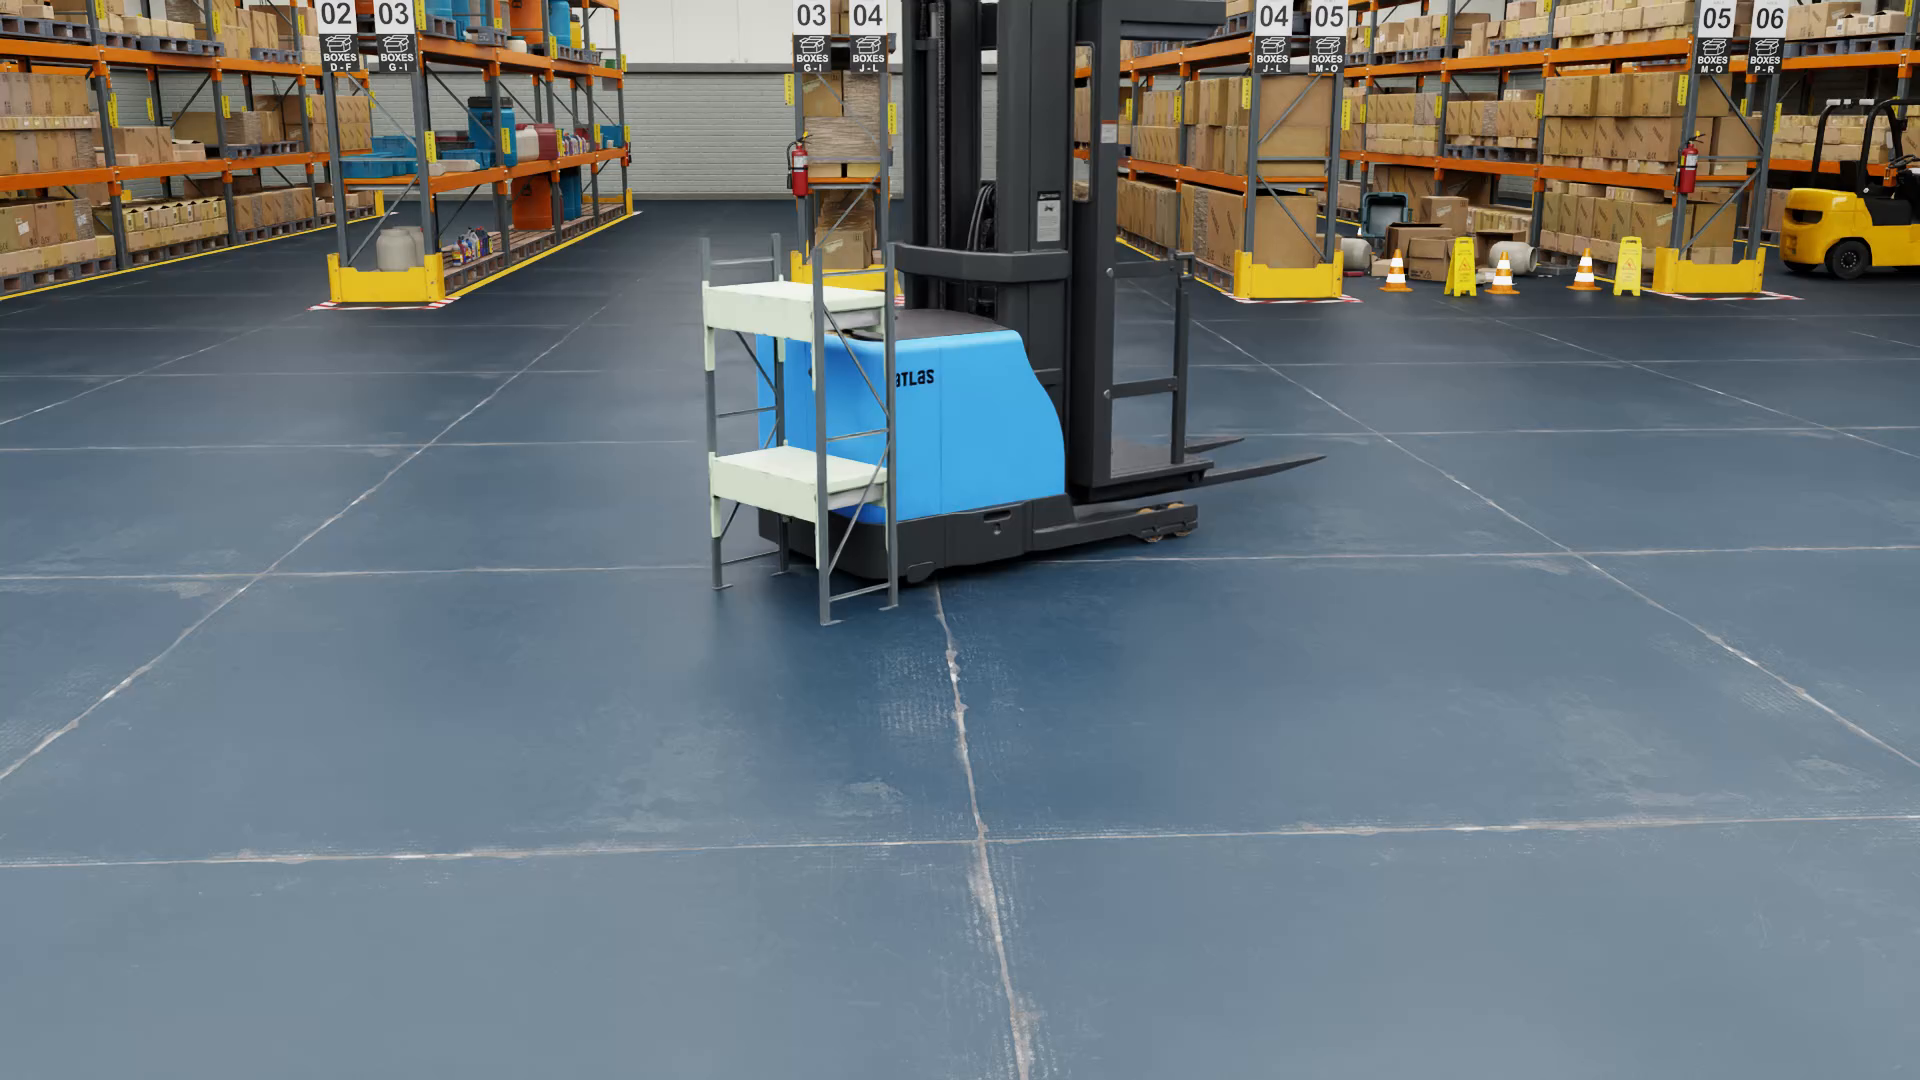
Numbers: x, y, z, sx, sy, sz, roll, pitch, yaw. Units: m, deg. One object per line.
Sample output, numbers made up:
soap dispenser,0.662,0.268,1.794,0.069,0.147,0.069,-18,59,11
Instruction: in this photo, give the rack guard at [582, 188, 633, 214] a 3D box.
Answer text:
rack guard,-7.232,-6.847,33.635,1.175,0.500,0.348,-1,14,-3

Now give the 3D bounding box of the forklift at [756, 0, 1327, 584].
forklift,0.543,-1.500,7.973,3.031,2.935,1.130,-10,18,-35

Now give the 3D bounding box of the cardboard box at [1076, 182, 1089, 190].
cardboard box,2.499,-6.963,32.755,0.380,0.149,0.250,-2,15,-6

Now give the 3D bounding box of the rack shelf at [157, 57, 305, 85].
rack shelf,-11.790,-7.589,26.924,1.077,0.370,4.000,-1,14,-3

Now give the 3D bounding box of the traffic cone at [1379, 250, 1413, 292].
traffic cone,5.058,-3.126,19.248,0.336,0.463,0.334,-1,14,-3

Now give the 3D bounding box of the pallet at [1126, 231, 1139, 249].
pallet,3.152,-4.643,25.647,1.003,0.211,1.213,-1,14,-3

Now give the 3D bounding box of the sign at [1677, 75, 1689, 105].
sign,8.053,-5.012,18.530,0.100,0.325,0.005,-1,14,-3

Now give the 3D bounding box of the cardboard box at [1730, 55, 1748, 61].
cardboard box,12.792,-7.873,26.888,0.500,0.250,0.500,-1,14,-5

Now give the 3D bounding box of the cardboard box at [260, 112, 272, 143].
cardboard box,-11.743,-6.795,27.373,0.700,0.500,0.500,-5,15,-18

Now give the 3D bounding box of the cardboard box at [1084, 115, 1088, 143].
cardboard box,2.587,-7.623,30.835,0.500,0.500,0.500,-1,14,-5

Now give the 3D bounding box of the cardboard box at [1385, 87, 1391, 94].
cardboard box,8.072,-8.279,30.676,0.380,0.149,0.250,-1,14,-3

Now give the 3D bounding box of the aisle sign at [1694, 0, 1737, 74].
aisle sign,8.322,-5.541,18.326,0.394,0.787,0.004,-1,14,-3

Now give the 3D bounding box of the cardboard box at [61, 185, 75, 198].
cardboard box,-16.859,-6.337,30.811,0.700,0.500,0.500,-1,14,-2

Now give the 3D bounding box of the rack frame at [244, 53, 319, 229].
rack frame,-11.914,-6.982,29.141,1.000,3.000,0.127,-1,14,-3

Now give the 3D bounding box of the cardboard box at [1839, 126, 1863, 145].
cardboard box,12.990,-5.790,23.808,0.500,0.250,0.500,-1,14,-5

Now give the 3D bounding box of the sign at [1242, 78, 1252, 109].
sign,3.131,-4.871,18.140,0.100,0.325,0.005,-1,14,-3

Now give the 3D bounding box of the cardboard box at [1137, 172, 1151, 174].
cardboard box,3.229,-6.360,29.393,0.500,0.250,0.500,-1,14,-5

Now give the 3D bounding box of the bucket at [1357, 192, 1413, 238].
bucket,5.736,-4.348,22.425,0.726,0.611,0.620,4,5,16

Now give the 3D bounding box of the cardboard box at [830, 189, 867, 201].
cardboard box,-1.664,-5.207,24.871,0.500,0.250,0.500,1,14,3

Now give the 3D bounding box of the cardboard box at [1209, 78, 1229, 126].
cardboard box,3.502,-5.296,20.121,0.875,0.550,0.500,-1,14,-3

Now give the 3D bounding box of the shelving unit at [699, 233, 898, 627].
shelving unit,-0.664,-0.479,6.877,0.431,1.500,0.755,-13,20,-42

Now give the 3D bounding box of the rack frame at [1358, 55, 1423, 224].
rack frame,7.865,-7.287,30.327,1.000,3.000,0.127,-1,14,-3

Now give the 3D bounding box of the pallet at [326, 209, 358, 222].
pallet,-12.034,-6.106,31.335,1.003,0.211,1.213,-1,14,-3

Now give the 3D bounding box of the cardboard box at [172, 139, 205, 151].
cardboard box,-11.687,-5.853,24.932,0.500,0.311,0.500,0,14,0

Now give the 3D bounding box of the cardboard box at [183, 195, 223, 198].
cardboard box,-11.958,-5.218,26.422,0.500,0.500,0.500,0,14,-1

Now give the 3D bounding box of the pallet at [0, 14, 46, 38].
pallet,-11.267,-5.887,19.047,1.003,0.211,1.213,-1,14,-3

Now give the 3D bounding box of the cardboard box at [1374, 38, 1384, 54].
cardboard box,7.546,-8.748,29.413,0.396,0.266,0.258,-1,14,-4

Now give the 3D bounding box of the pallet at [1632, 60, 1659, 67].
pallet,12.789,-8.563,29.643,1.213,0.211,1.003,-1,14,-3

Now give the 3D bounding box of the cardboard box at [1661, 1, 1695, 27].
cardboard box,8.307,-5.949,18.814,0.500,0.250,0.500,-1,14,-4

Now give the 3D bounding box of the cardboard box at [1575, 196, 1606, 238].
cardboard box,8.203,-4.119,21.186,0.500,0.500,0.500,0,14,-1

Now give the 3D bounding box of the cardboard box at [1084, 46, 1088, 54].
cardboard box,2.590,-9.177,30.953,0.500,0.250,0.500,0,14,-1

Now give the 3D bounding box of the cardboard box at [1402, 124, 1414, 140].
cardboard box,7.741,-6.832,27.859,0.500,0.250,0.500,-1,14,-5

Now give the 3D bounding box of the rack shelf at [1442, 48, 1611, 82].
rack shelf,8.236,-6.899,24.243,1.077,0.370,4.000,-1,14,-3

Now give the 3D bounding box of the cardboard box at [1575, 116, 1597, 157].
cardboard box,8.182,-5.126,21.133,0.500,0.500,0.500,-1,14,-4

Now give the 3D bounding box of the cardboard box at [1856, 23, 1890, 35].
cardboard box,12.943,-7.226,23.533,0.380,0.149,0.250,-1,14,-4

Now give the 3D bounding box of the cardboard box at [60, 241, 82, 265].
cardboard box,-11.105,-3.503,20.298,0.500,0.250,0.500,-1,14,-3

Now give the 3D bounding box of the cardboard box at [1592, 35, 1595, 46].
cardboard box,8.202,-6.291,20.943,0.380,0.149,0.250,-1,14,-5

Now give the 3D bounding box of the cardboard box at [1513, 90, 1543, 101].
cardboard box,8.051,-6.290,23.509,0.380,0.149,0.250,-1,14,-5

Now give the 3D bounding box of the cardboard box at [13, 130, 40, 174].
cardboard box,-11.285,-4.547,19.478,0.700,0.500,0.500,0,14,-2

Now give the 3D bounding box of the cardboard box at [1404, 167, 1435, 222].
cardboard box,8.102,-5.861,28.208,0.875,0.875,0.875,-1,14,-3

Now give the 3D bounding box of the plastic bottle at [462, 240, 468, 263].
plastic bottle,-6.049,-3.505,20.224,0.097,0.271,0.097,0,14,0

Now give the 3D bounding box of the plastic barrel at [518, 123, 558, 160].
plastic barrel,-6.391,-6.018,25.121,0.600,0.536,0.708,-1,14,-3

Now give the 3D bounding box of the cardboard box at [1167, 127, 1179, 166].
cardboard box,3.127,-5.370,22.675,0.500,0.500,0.500,-1,14,-4

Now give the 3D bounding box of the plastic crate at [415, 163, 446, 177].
plastic crate,-5.961,-4.173,18.753,0.298,0.136,0.250,-1,14,-3

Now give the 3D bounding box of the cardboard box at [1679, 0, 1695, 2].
cardboard box,8.292,-6.099,18.595,0.380,0.149,0.250,-1,14,-3

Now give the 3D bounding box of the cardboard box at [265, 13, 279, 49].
cardboard box,-11.956,-8.608,28.199,0.600,0.600,0.600,-2,15,-9

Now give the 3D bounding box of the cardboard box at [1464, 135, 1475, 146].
cardboard box,7.898,-6.082,25.304,0.380,0.149,0.250,-1,14,-3

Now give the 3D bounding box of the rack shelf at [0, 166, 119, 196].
rack shelf,-11.294,-4.146,19.565,1.077,0.370,4.000,-1,14,-3

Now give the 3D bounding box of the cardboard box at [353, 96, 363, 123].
cardboard box,-11.828,-8.277,31.969,0.500,0.500,0.500,0,14,-2

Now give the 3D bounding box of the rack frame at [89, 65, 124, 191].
rack frame,-17.106,-7.899,32.707,1.000,3.000,0.127,-1,14,-3

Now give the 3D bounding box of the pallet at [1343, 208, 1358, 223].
pallet,7.896,-6.126,31.414,1.003,0.211,1.213,-1,14,-3

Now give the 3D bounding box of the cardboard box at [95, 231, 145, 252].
cardboard box,-11.196,-3.968,22.104,0.500,0.250,0.500,-1,14,-5

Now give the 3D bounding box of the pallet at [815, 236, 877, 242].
pallet,-1.659,-4.291,24.281,1.003,0.211,1.213,-1,14,-3

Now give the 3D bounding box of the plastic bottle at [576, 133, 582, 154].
plastic bottle,-6.586,-6.810,28.572,0.144,0.351,0.185,-1,14,-3
